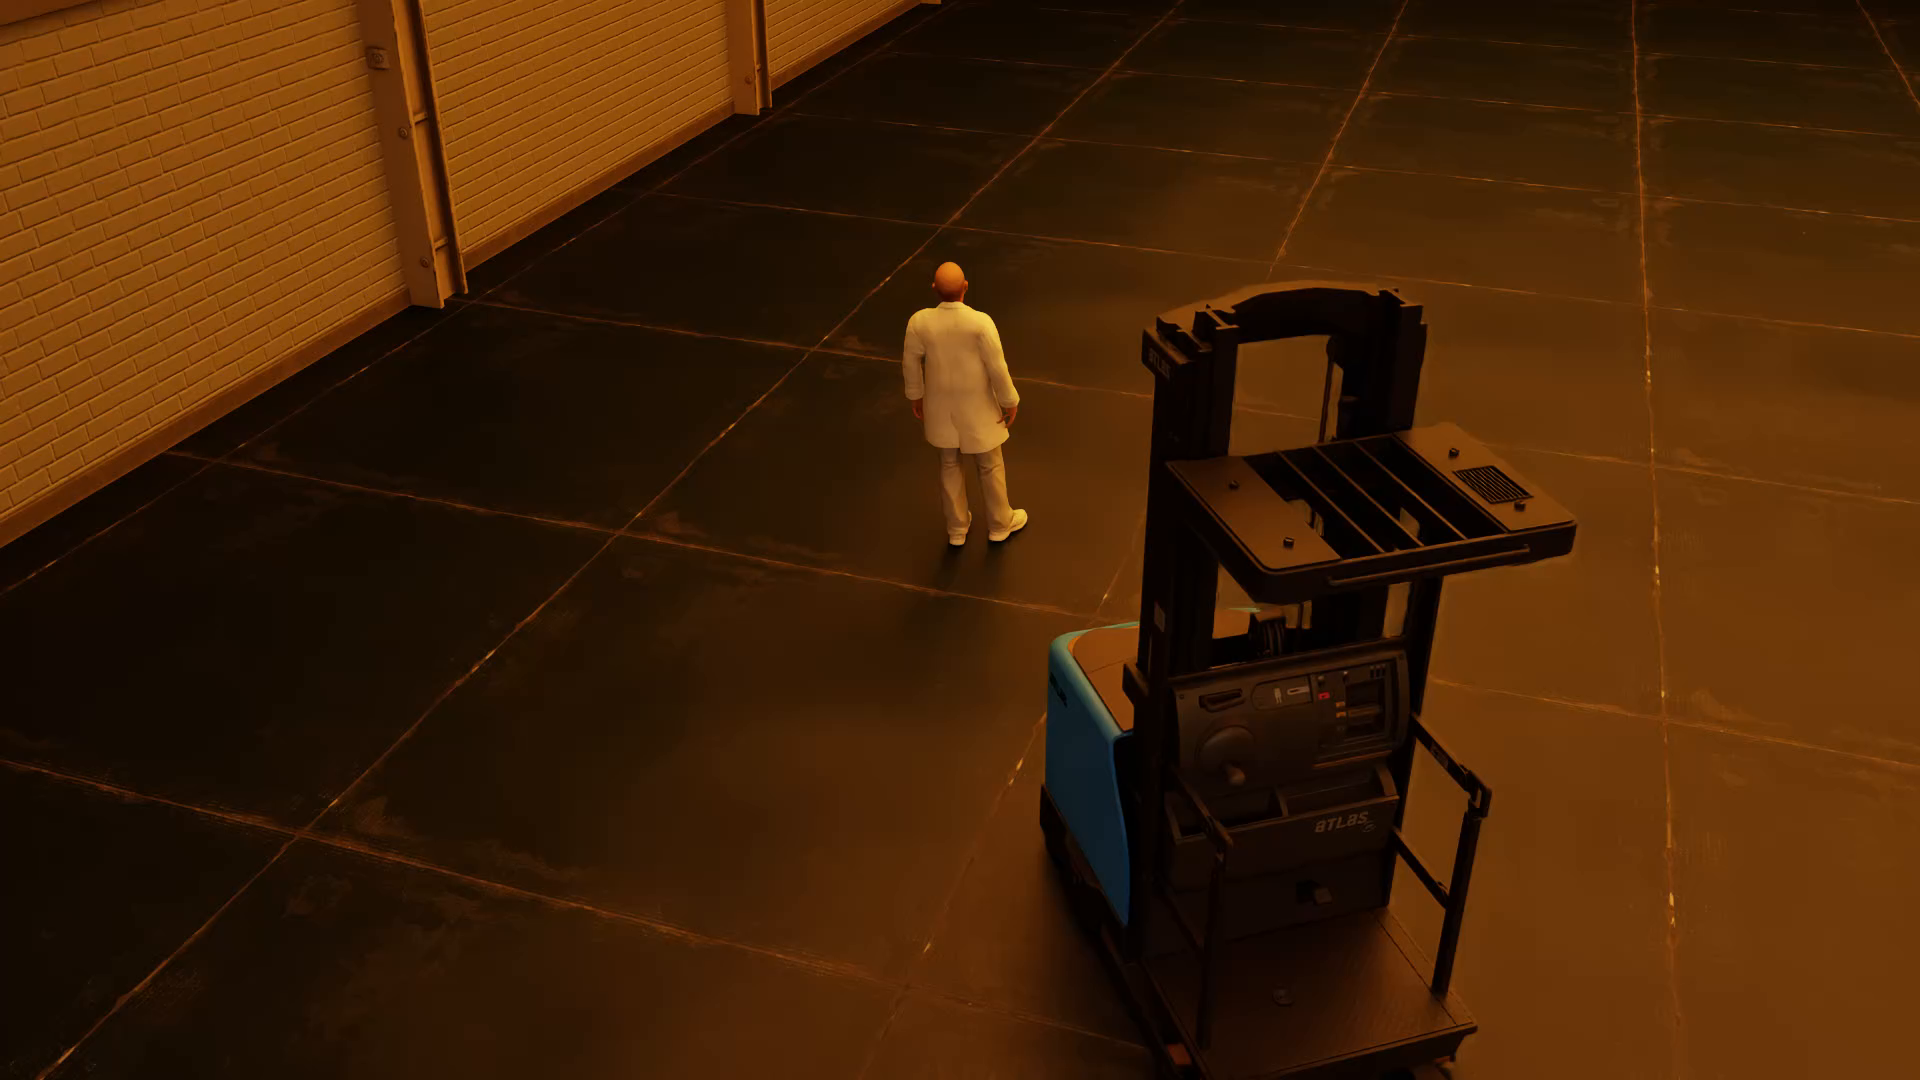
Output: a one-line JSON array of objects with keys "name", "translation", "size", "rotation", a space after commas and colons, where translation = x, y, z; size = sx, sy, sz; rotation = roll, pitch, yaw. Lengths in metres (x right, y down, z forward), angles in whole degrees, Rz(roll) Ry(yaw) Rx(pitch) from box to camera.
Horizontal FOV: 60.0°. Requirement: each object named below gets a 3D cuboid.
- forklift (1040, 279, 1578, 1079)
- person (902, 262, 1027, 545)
[{"name": "forklift", "translation": [1.285, 0.699, 5.911], "size": [1.130, 2.935, 3.031], "rotation": [-9, 31, -15]}, {"name": "person", "translation": [0.033, -0.821, 9.727], "size": [0.696, 1.777, 0.578], "rotation": [10, 31, 16]}]
